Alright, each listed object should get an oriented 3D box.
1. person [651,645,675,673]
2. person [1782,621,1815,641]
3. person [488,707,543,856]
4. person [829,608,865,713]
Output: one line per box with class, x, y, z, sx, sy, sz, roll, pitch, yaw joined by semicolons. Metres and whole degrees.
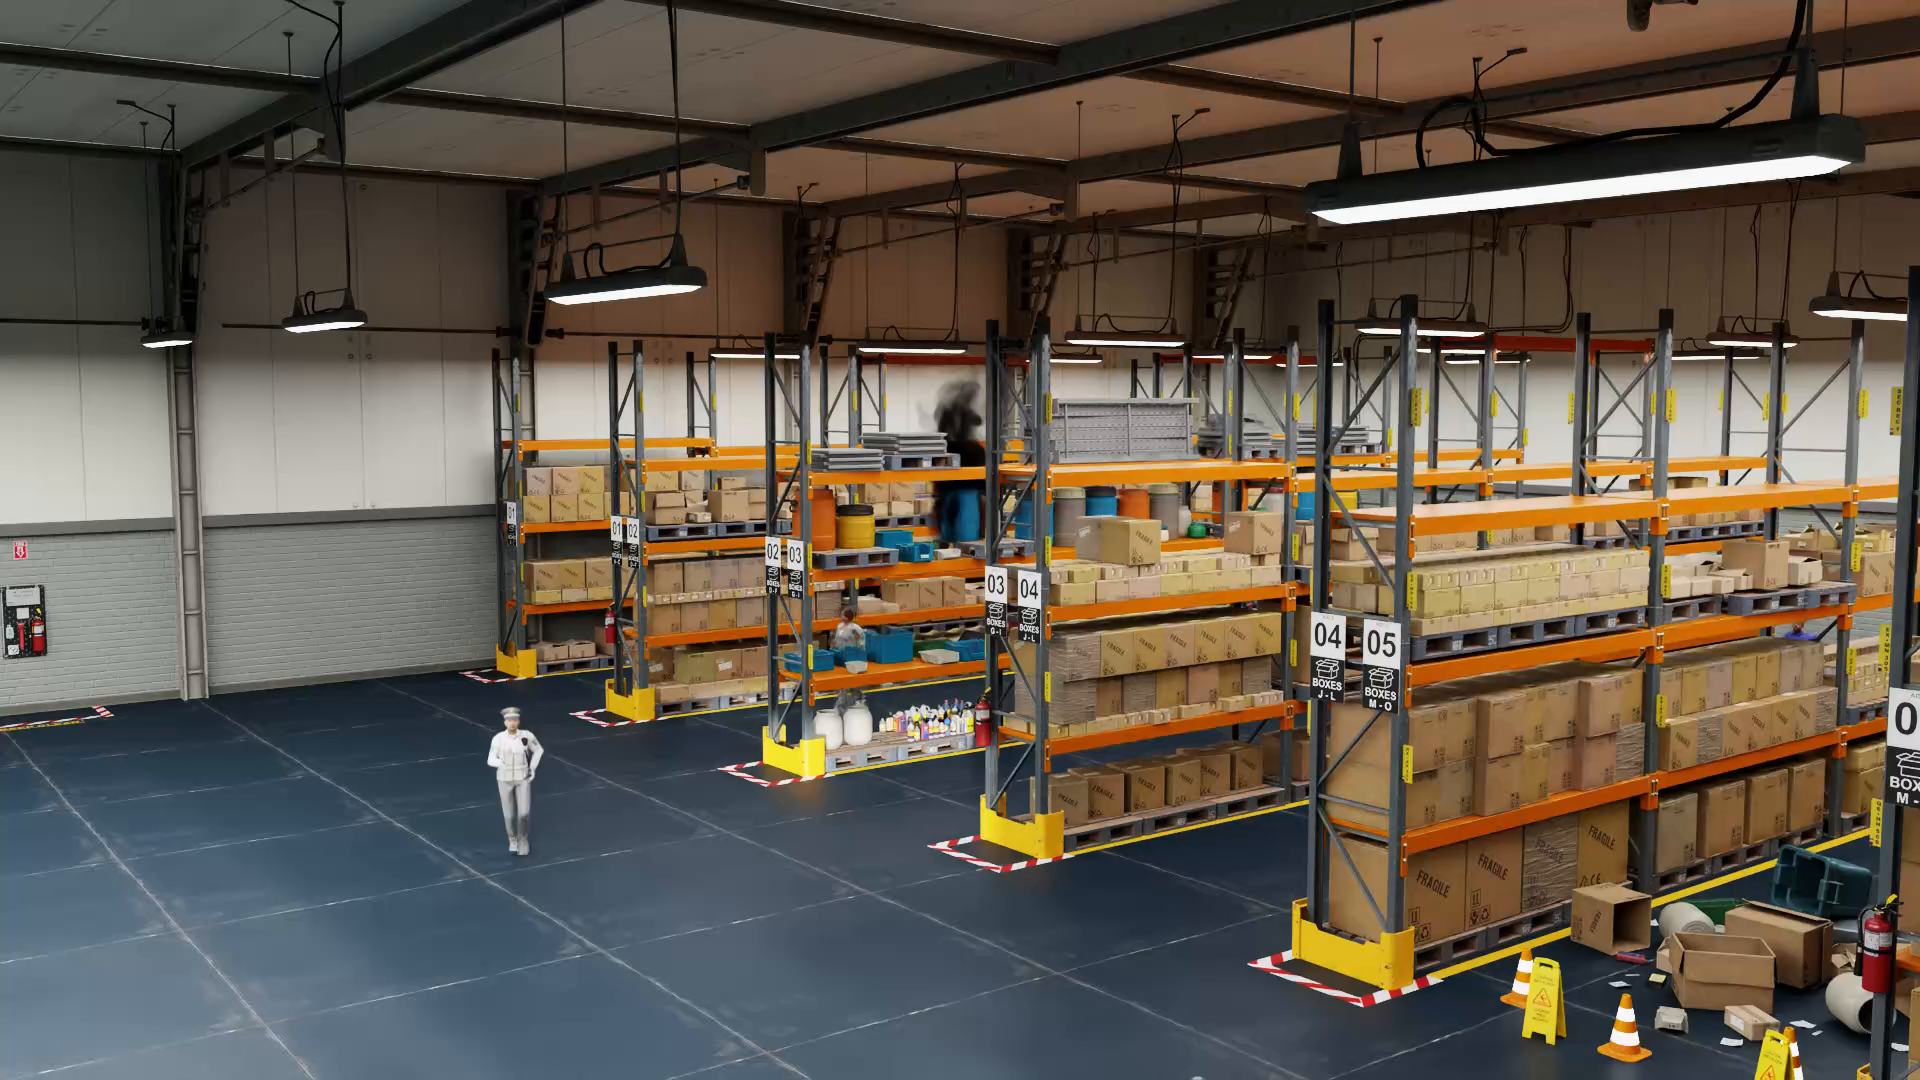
person;-5.173;1.728;29.061;0.858;1.761;0.730;-4;6;-38
person;13.151;2.057;26.134;0.621;1.701;0.817;5;7;44
person;-4.956;2.700;18.543;0.596;1.690;0.614;-1;5;-12
person;-1.724;1.836;25.276;0.539;1.628;0.775;5;7;45
